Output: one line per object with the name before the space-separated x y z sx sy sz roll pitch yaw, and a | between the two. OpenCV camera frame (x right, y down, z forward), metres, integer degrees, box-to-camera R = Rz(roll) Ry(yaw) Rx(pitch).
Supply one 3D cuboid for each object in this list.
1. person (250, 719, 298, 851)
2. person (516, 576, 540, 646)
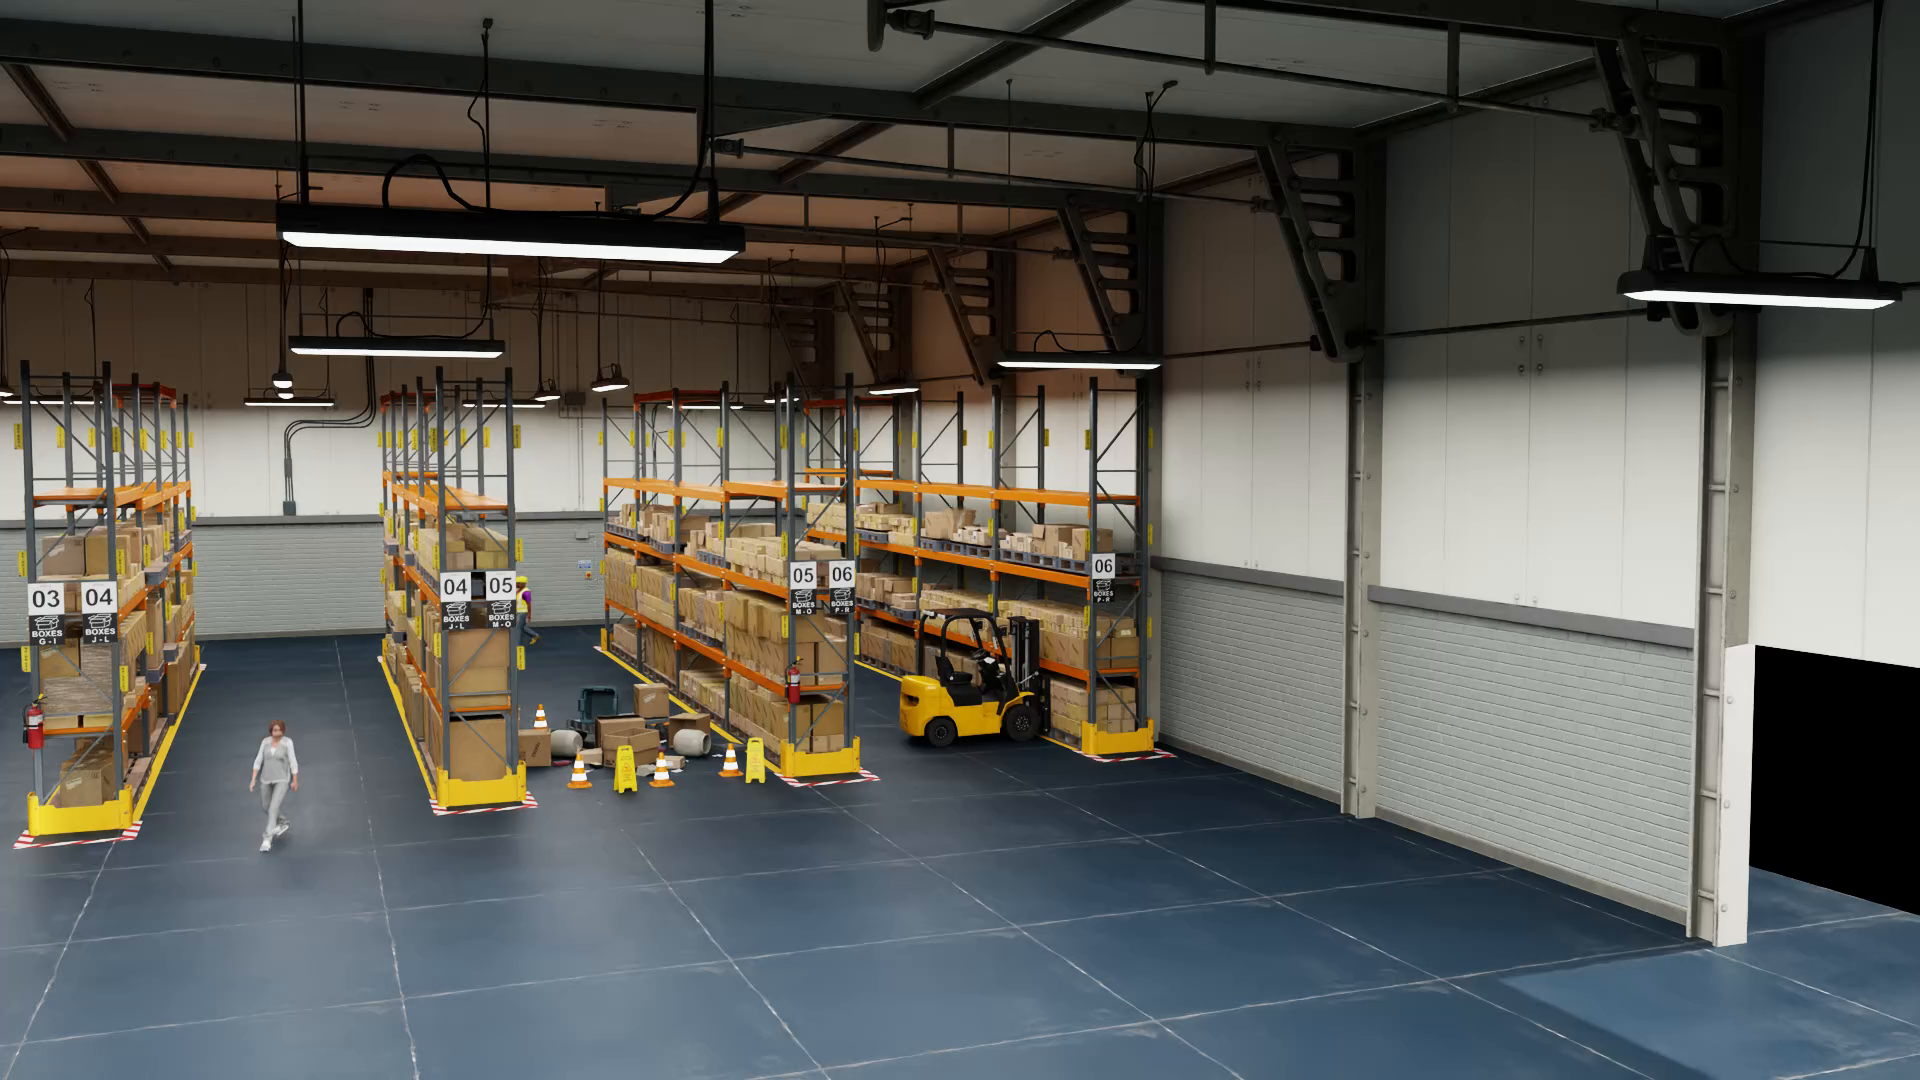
person | -8.451 2.995 20.530 0.497 1.550 0.811 0 3 -3
person | -10.474 1.733 39.932 0.859 1.744 0.628 -3 5 -40
